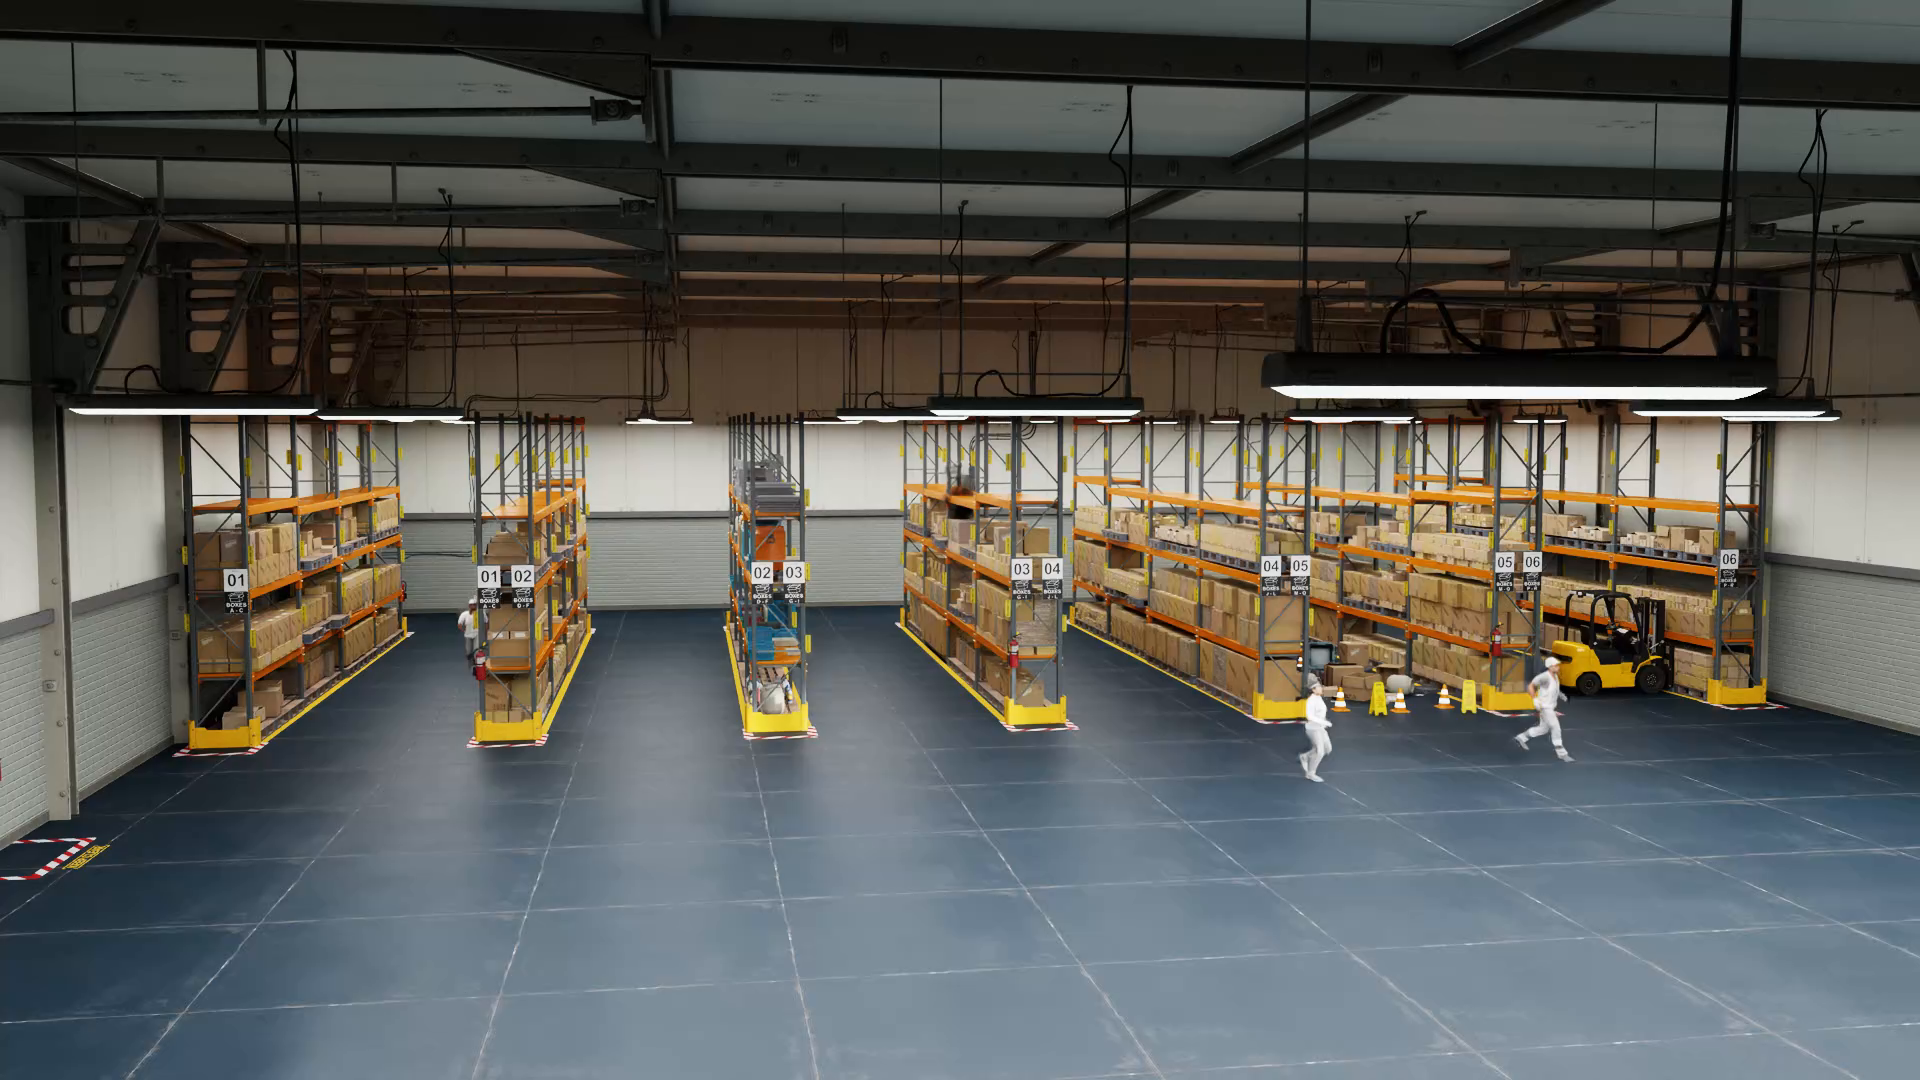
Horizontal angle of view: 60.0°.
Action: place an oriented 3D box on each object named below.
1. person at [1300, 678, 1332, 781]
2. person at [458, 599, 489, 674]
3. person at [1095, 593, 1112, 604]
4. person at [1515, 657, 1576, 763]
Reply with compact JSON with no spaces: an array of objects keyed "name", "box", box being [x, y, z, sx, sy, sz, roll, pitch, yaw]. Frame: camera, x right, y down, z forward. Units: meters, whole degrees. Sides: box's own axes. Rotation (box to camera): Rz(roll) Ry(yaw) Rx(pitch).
[{"name":"person","box":[5.781,3.066,26.933,0.538,1.666,0.658,2,4,27]},{"name":"person","box":[-11.305,2.232,38.636,0.686,1.724,0.668,-1,4,-15]},{"name":"person","box":[4.237,1.514,49.801,0.576,1.645,0.737,2,5,31]},{"name":"person","box":[10.063,2.886,28.578,1.046,1.775,0.685,3,5,41]}]
